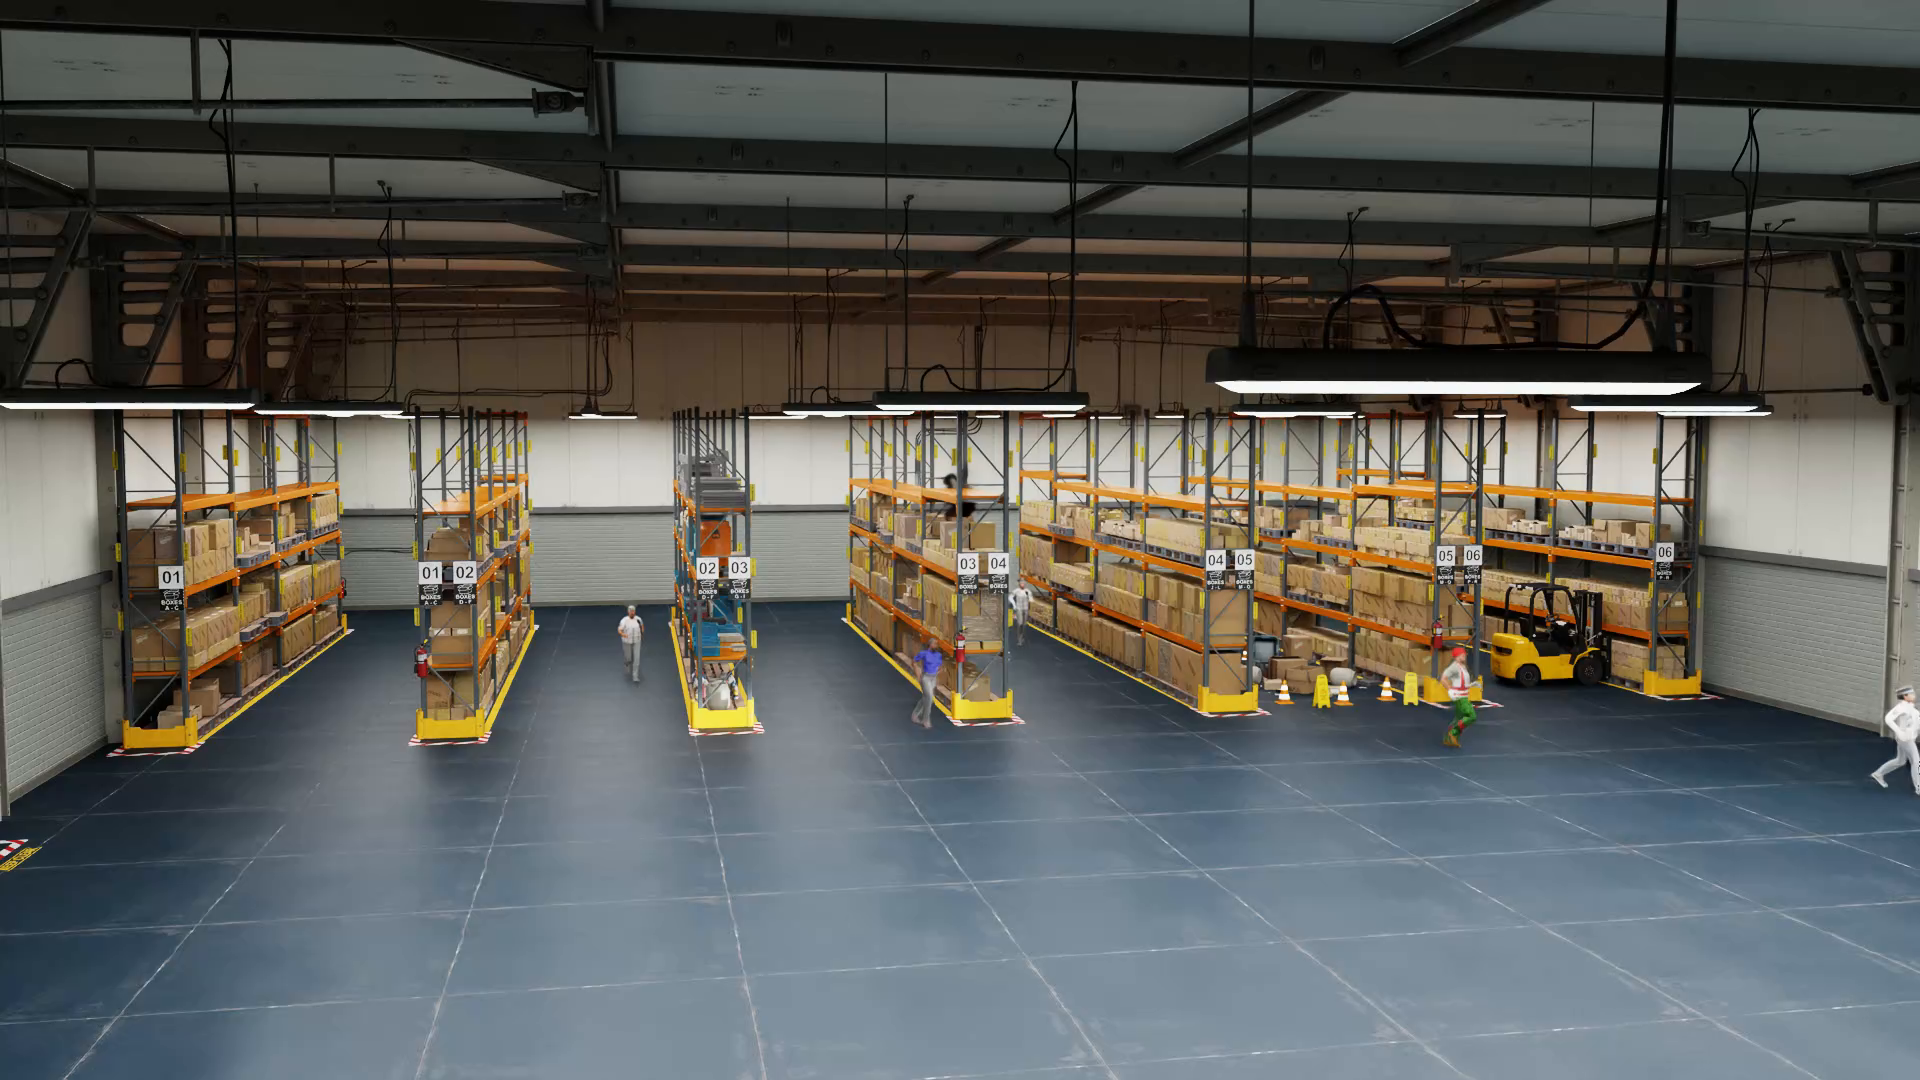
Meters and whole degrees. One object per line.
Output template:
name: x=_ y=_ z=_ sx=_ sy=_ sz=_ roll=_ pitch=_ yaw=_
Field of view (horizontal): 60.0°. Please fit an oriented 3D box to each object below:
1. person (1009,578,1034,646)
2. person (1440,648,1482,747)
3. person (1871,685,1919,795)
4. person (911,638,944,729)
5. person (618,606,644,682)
person: x=1.602 y=1.839 z=42.728 sx=0.590 sy=1.739 sz=0.685 roll=-1 pitch=4 yaw=-10
person: x=8.790 y=2.756 z=29.093 sx=0.650 sy=1.739 sz=0.658 roll=2 pitch=5 yaw=30
person: x=14.461 y=3.044 z=25.431 sx=0.938 sy=1.684 sz=0.610 roll=3 pitch=5 yaw=40
person: x=-0.592 y=2.689 z=31.380 sx=0.570 sy=1.695 sz=0.685 roll=-4 pitch=6 yaw=-43
person: x=-7.274 y=2.282 z=36.891 sx=0.607 sy=1.658 sz=0.849 roll=-2 pitch=4 yaw=-21
